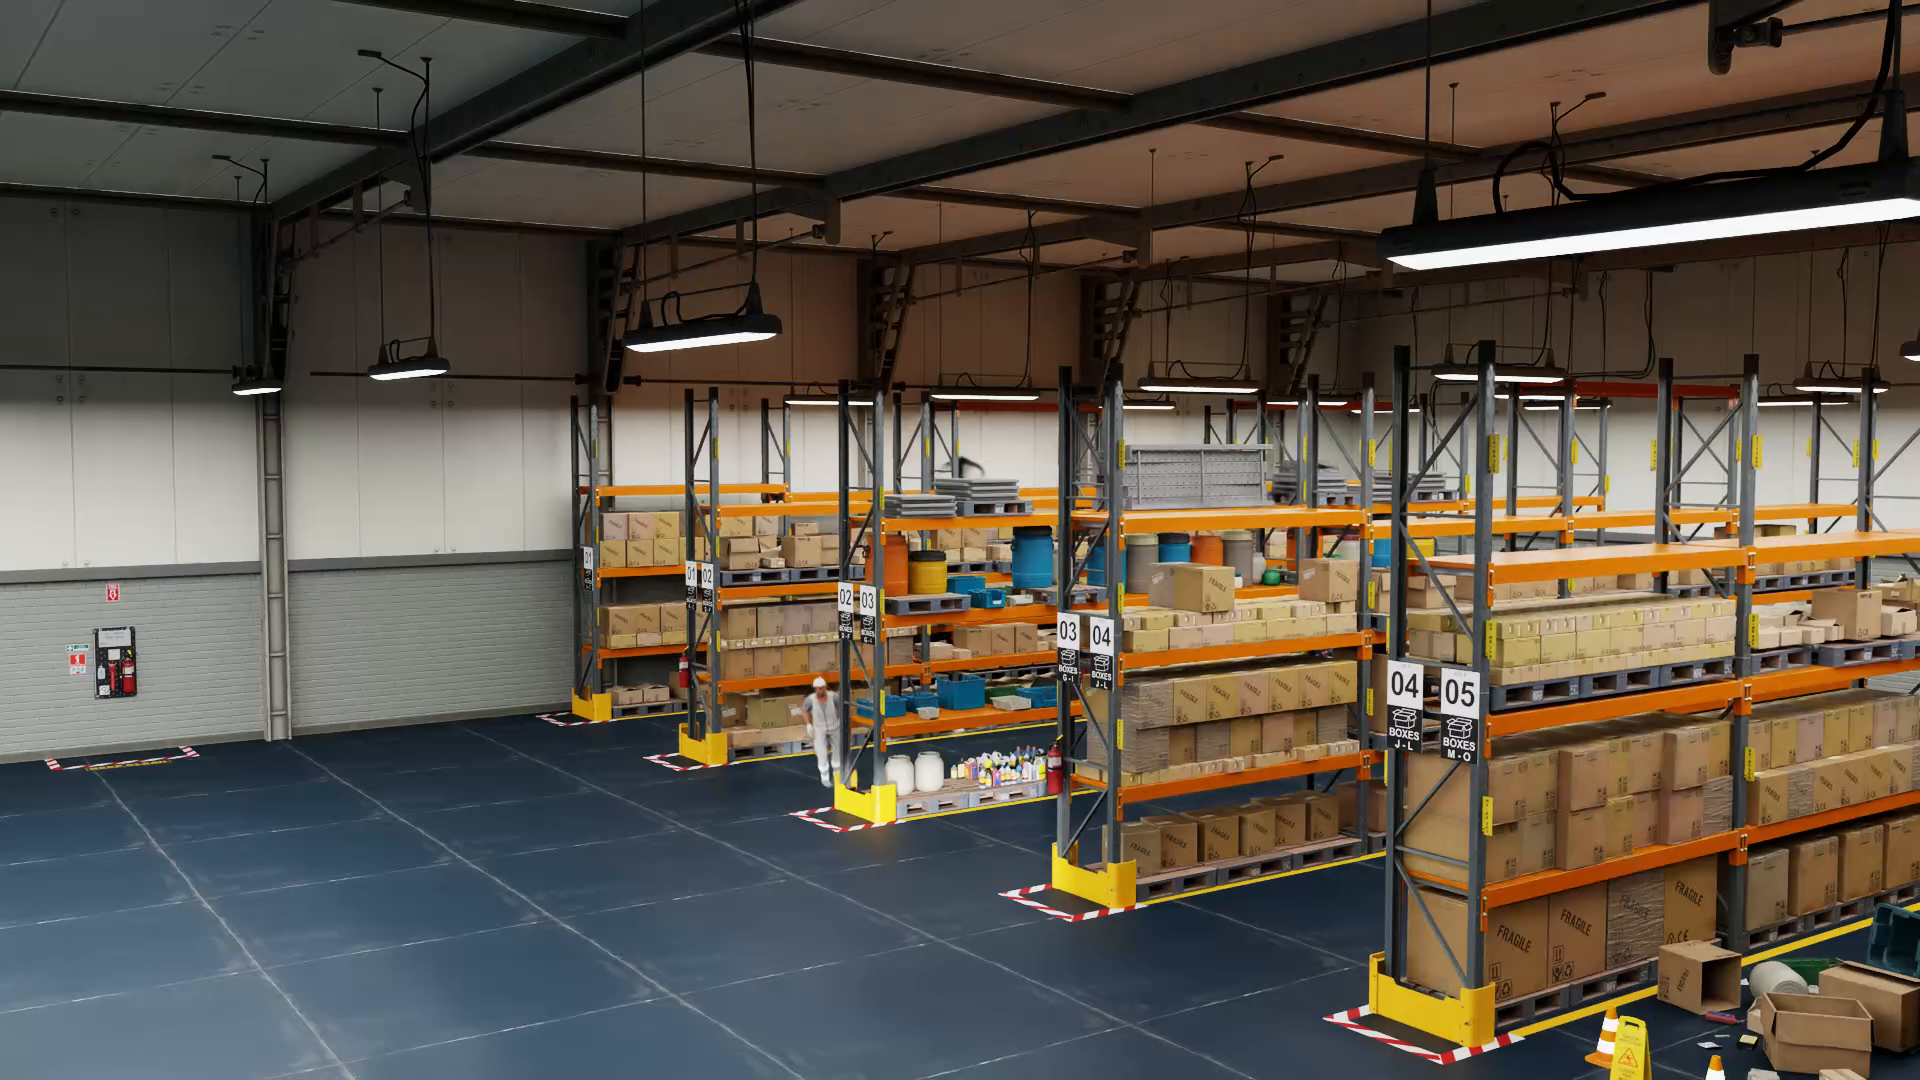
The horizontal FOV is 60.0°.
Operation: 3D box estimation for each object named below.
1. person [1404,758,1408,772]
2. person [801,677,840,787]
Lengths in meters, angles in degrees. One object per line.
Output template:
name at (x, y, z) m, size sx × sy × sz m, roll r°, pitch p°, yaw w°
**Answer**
person at (6.831, 2.824, 25.290) m, size 0.718 × 1.663 × 0.641 m, roll -3°, pitch 4°, yaw -37°
person at (-2.023, 2.853, 24.896) m, size 0.682 × 1.675 × 0.739 m, roll -1°, pitch 4°, yaw -14°
